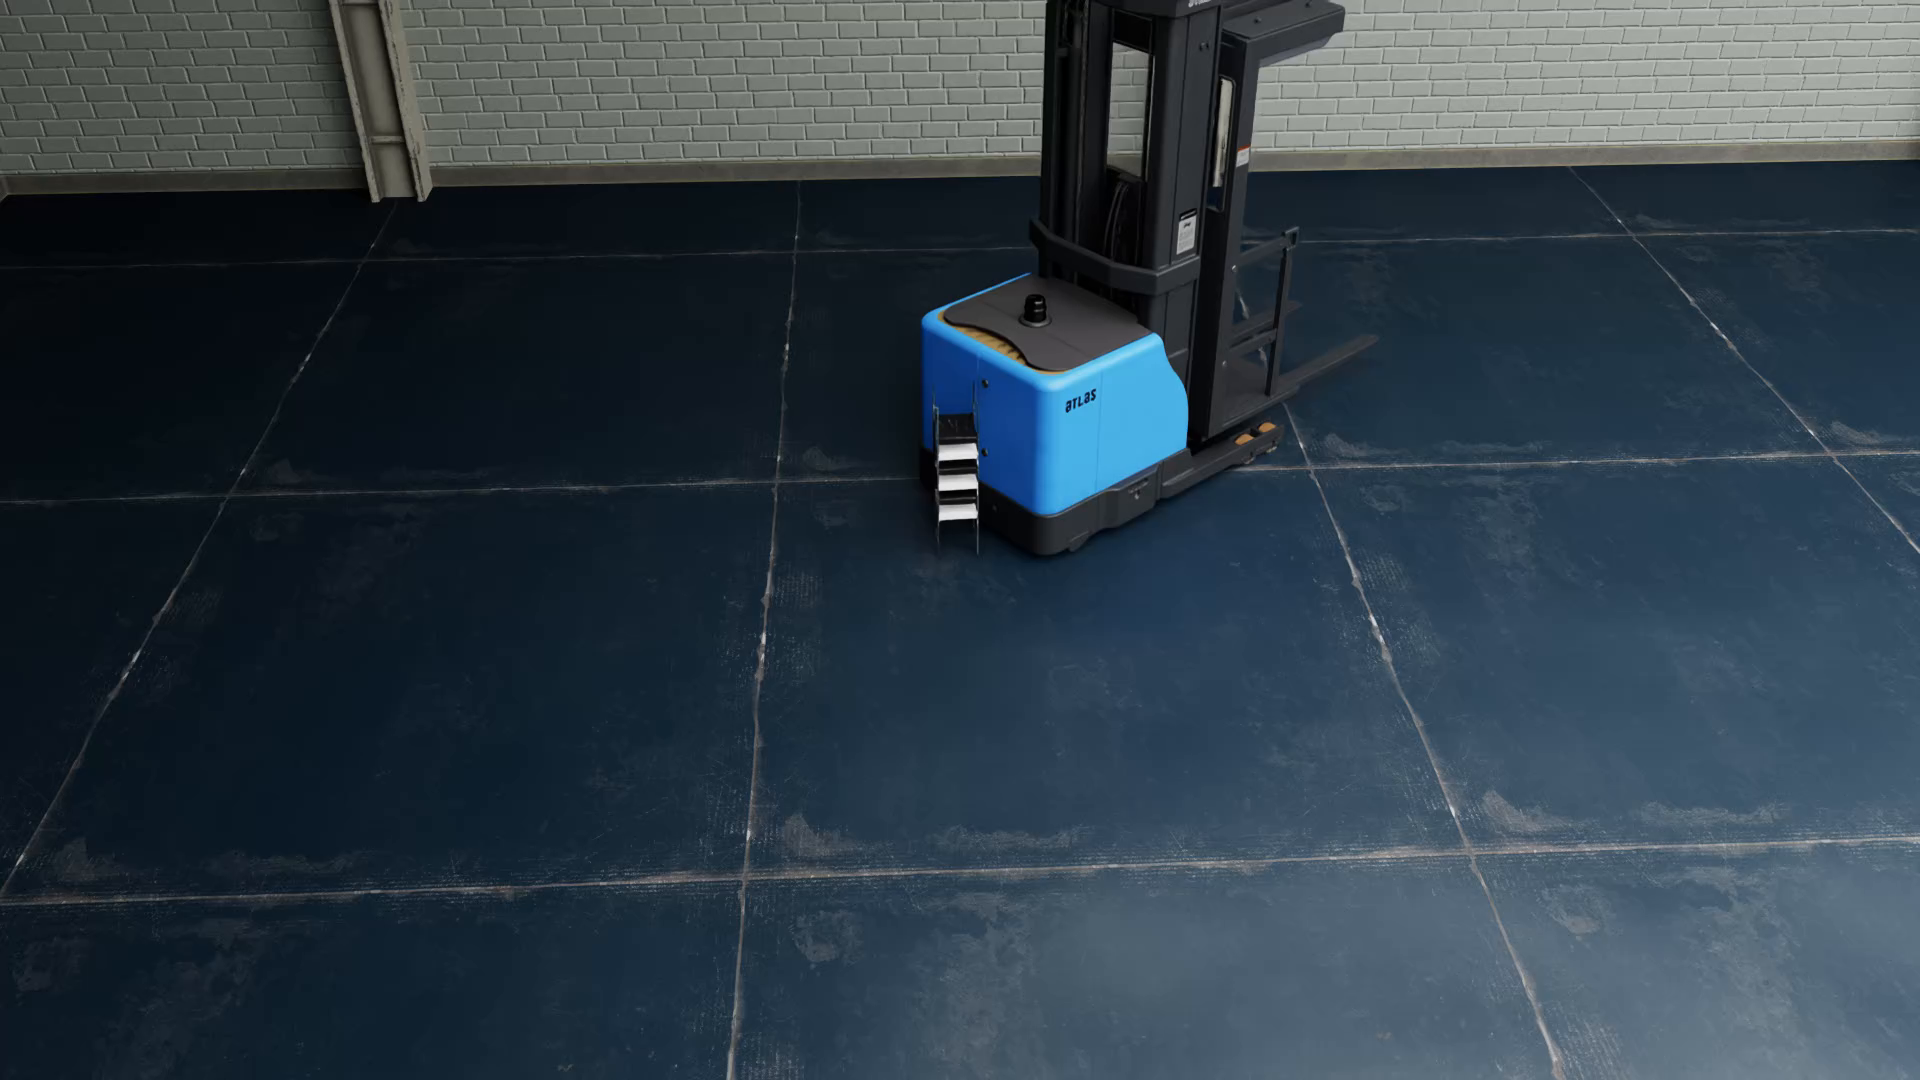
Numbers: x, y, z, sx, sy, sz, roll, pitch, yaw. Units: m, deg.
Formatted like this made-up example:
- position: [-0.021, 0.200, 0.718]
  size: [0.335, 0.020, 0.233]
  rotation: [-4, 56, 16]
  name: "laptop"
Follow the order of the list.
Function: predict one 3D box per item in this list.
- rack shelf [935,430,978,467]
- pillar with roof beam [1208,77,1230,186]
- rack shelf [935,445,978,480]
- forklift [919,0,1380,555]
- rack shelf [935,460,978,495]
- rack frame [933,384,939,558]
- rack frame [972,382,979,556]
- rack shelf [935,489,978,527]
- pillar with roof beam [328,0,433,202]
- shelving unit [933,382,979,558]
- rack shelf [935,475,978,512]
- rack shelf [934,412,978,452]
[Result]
- position: [-0.021, -0.471, 8.419]
  size: [0.200, 0.077, 0.258]
  rotation: [-3, 35, -5]
  name: "rack shelf"
- position: [1.983, -4.035, 6.709]
  size: [0.400, 9.000, 9.100]
  rotation: [-2, 35, -2]
  name: "pillar with roof beam"
- position: [-0.021, -0.397, 8.470]
  size: [0.200, 0.077, 0.258]
  rotation: [-3, 35, -5]
  name: "rack shelf"
- position: [1.218, -1.836, 8.864]
  size: [3.031, 2.935, 1.130]
  rotation: [-27, 43, -33]
  name: "forklift"
- position: [-0.021, -0.323, 8.521]
  size: [0.200, 0.077, 0.258]
  rotation: [-3, 35, -5]
  name: "rack shelf"
- position: [-0.122, -0.345, 8.493]
  size: [0.006, 0.900, 0.240]
  rotation: [-3, 35, -5]
  name: "rack frame"
- position: [0.080, -0.357, 8.511]
  size: [0.006, 0.900, 0.240]
  rotation: [-3, 35, -5]
  name: "rack frame"
- position: [-0.021, -0.175, 8.623]
  size: [0.200, 0.077, 0.258]
  rotation: [-3, 35, -5]
  name: "rack shelf"
- position: [-4.010, -3.873, 6.475]
  size: [0.400, 9.000, 9.100]
  rotation: [-2, 35, -2]
  name: "pillar with roof beam"
- position: [-0.021, -0.351, 8.502]
  size: [0.210, 0.900, 0.258]
  rotation: [-3, 35, -5]
  name: "shelving unit"
- position: [-0.021, -0.249, 8.572]
  size: [0.200, 0.077, 0.258]
  rotation: [-3, 35, -5]
  name: "rack shelf"
- position: [-0.021, -0.545, 8.367]
  size: [0.200, 0.077, 0.258]
  rotation: [-3, 35, -5]
  name: "rack shelf"
